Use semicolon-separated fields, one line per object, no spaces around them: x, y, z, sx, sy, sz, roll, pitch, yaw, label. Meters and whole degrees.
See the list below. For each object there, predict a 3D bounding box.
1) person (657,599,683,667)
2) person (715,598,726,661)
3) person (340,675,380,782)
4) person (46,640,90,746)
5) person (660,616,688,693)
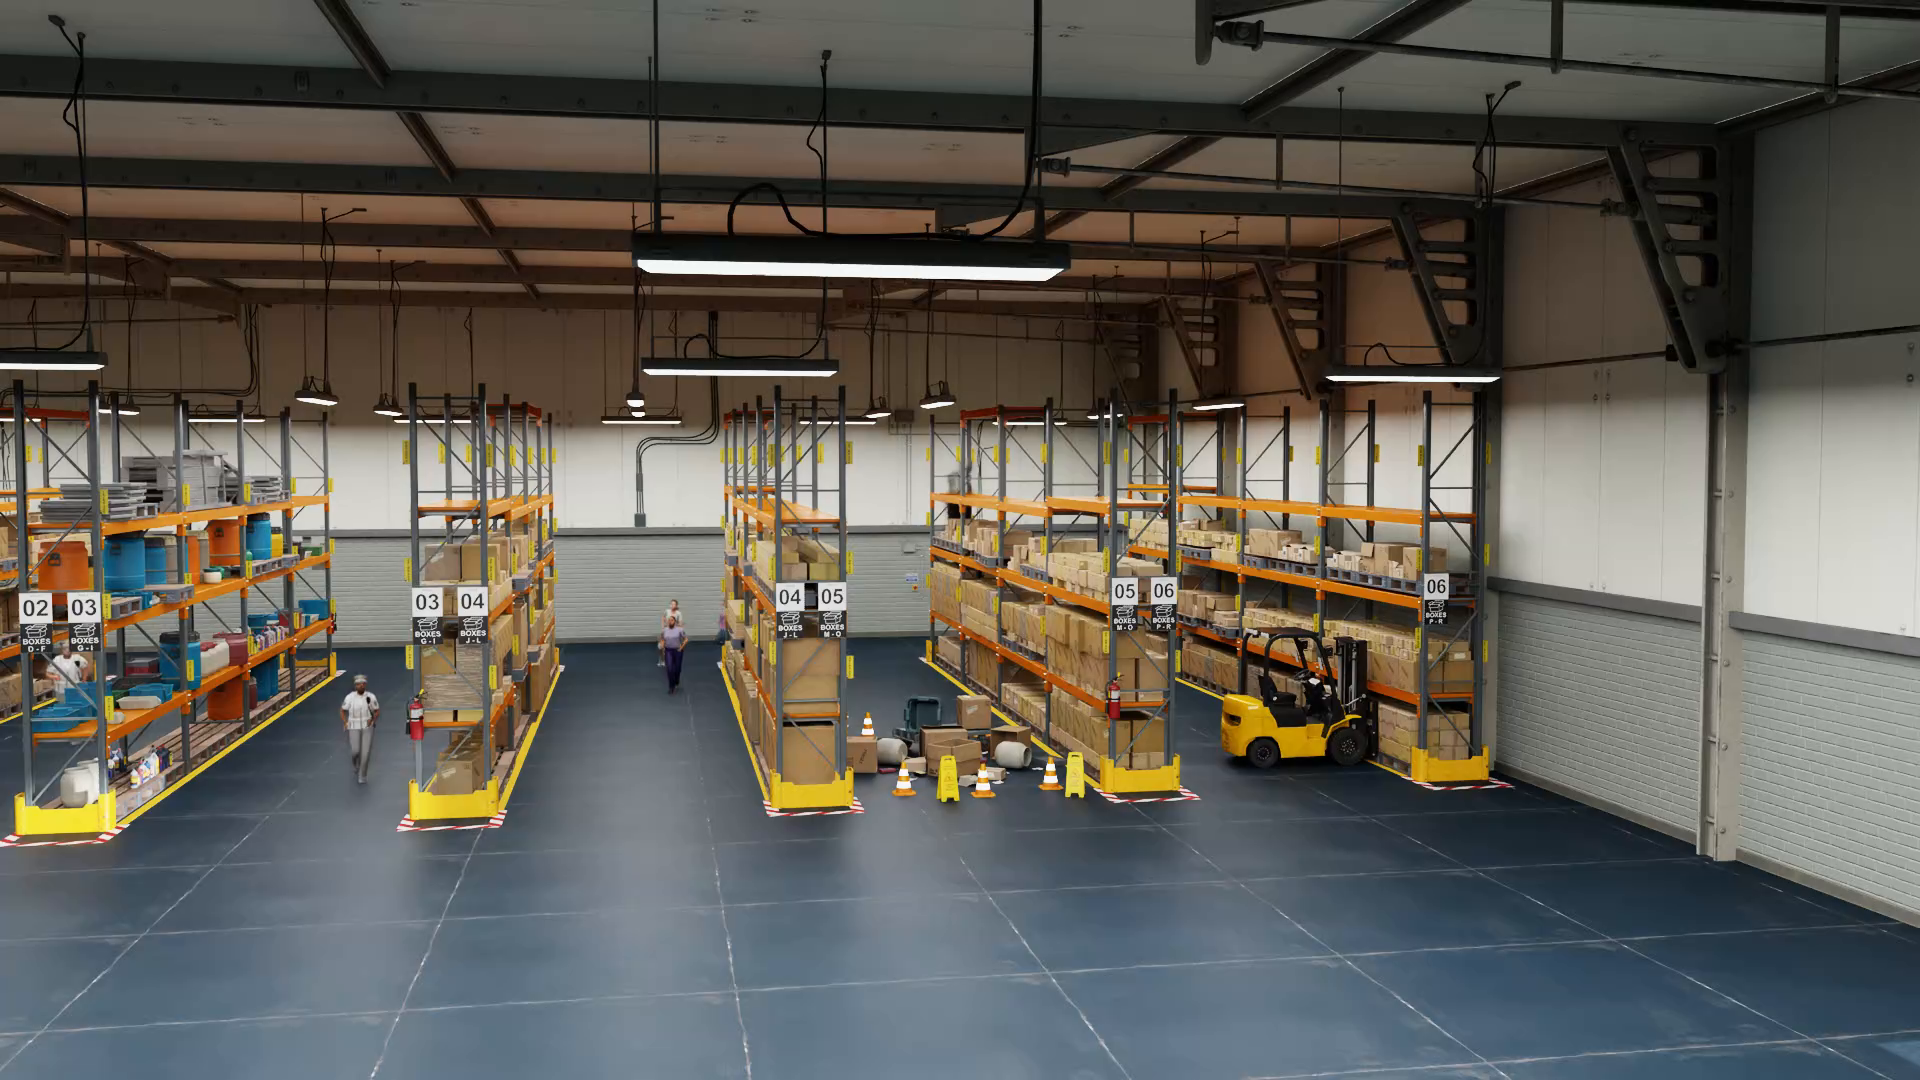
-6.833;2.201;39.221;0.645;1.620;0.622;0;3;9;person
-5.705;2.180;40.510;0.516;1.559;0.597;-1;3;-19;person
-9.198;2.887;25.496;0.554;1.658;0.558;-1;3;-22;person
-15.566;2.644;29.002;0.643;1.825;0.860;-1;3;-19;person
-6.086;2.419;35.334;0.603;1.629;0.624;0;3;-2;person
